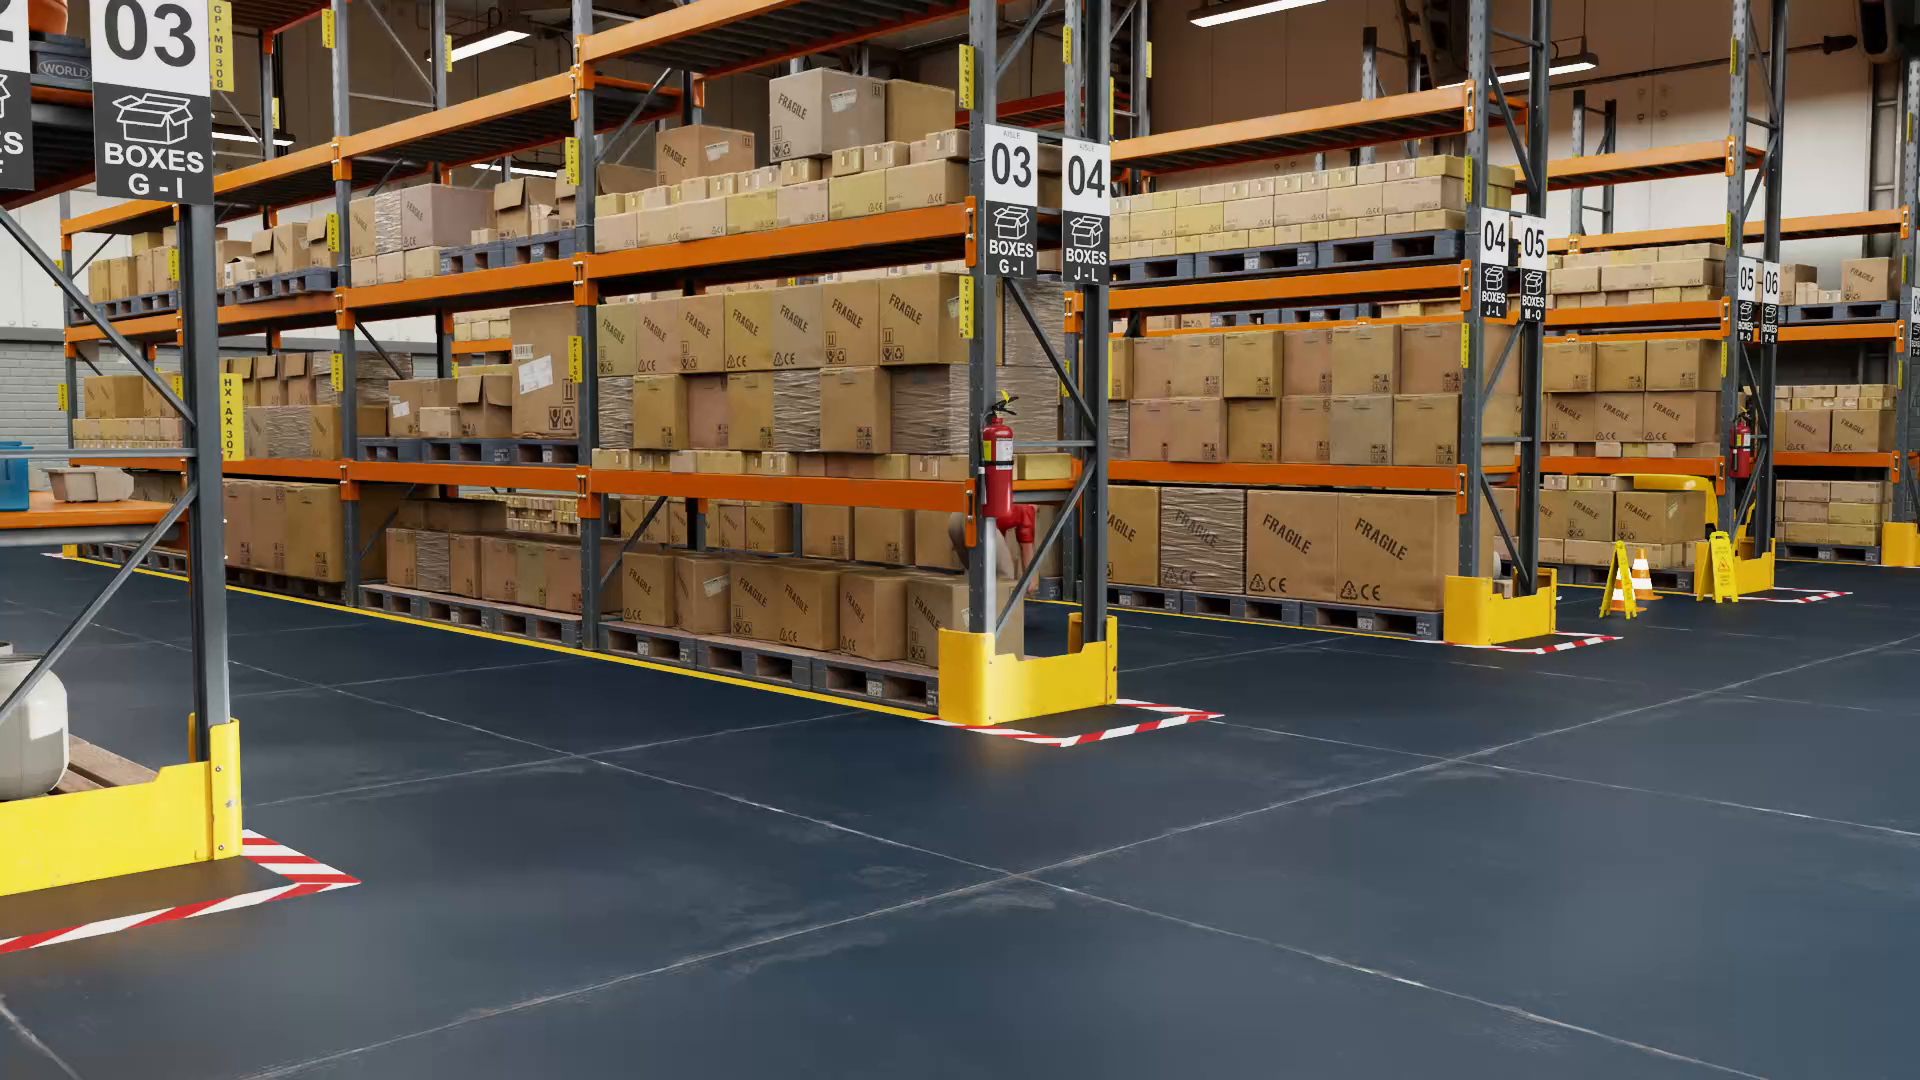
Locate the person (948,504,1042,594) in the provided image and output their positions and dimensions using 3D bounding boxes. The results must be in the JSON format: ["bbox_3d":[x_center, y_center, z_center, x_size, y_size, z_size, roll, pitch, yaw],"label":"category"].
[{"bbox_3d":[0.323,0.121,13.096,0.480,1.023,0.956,4,5,44],"label":"person"}]
